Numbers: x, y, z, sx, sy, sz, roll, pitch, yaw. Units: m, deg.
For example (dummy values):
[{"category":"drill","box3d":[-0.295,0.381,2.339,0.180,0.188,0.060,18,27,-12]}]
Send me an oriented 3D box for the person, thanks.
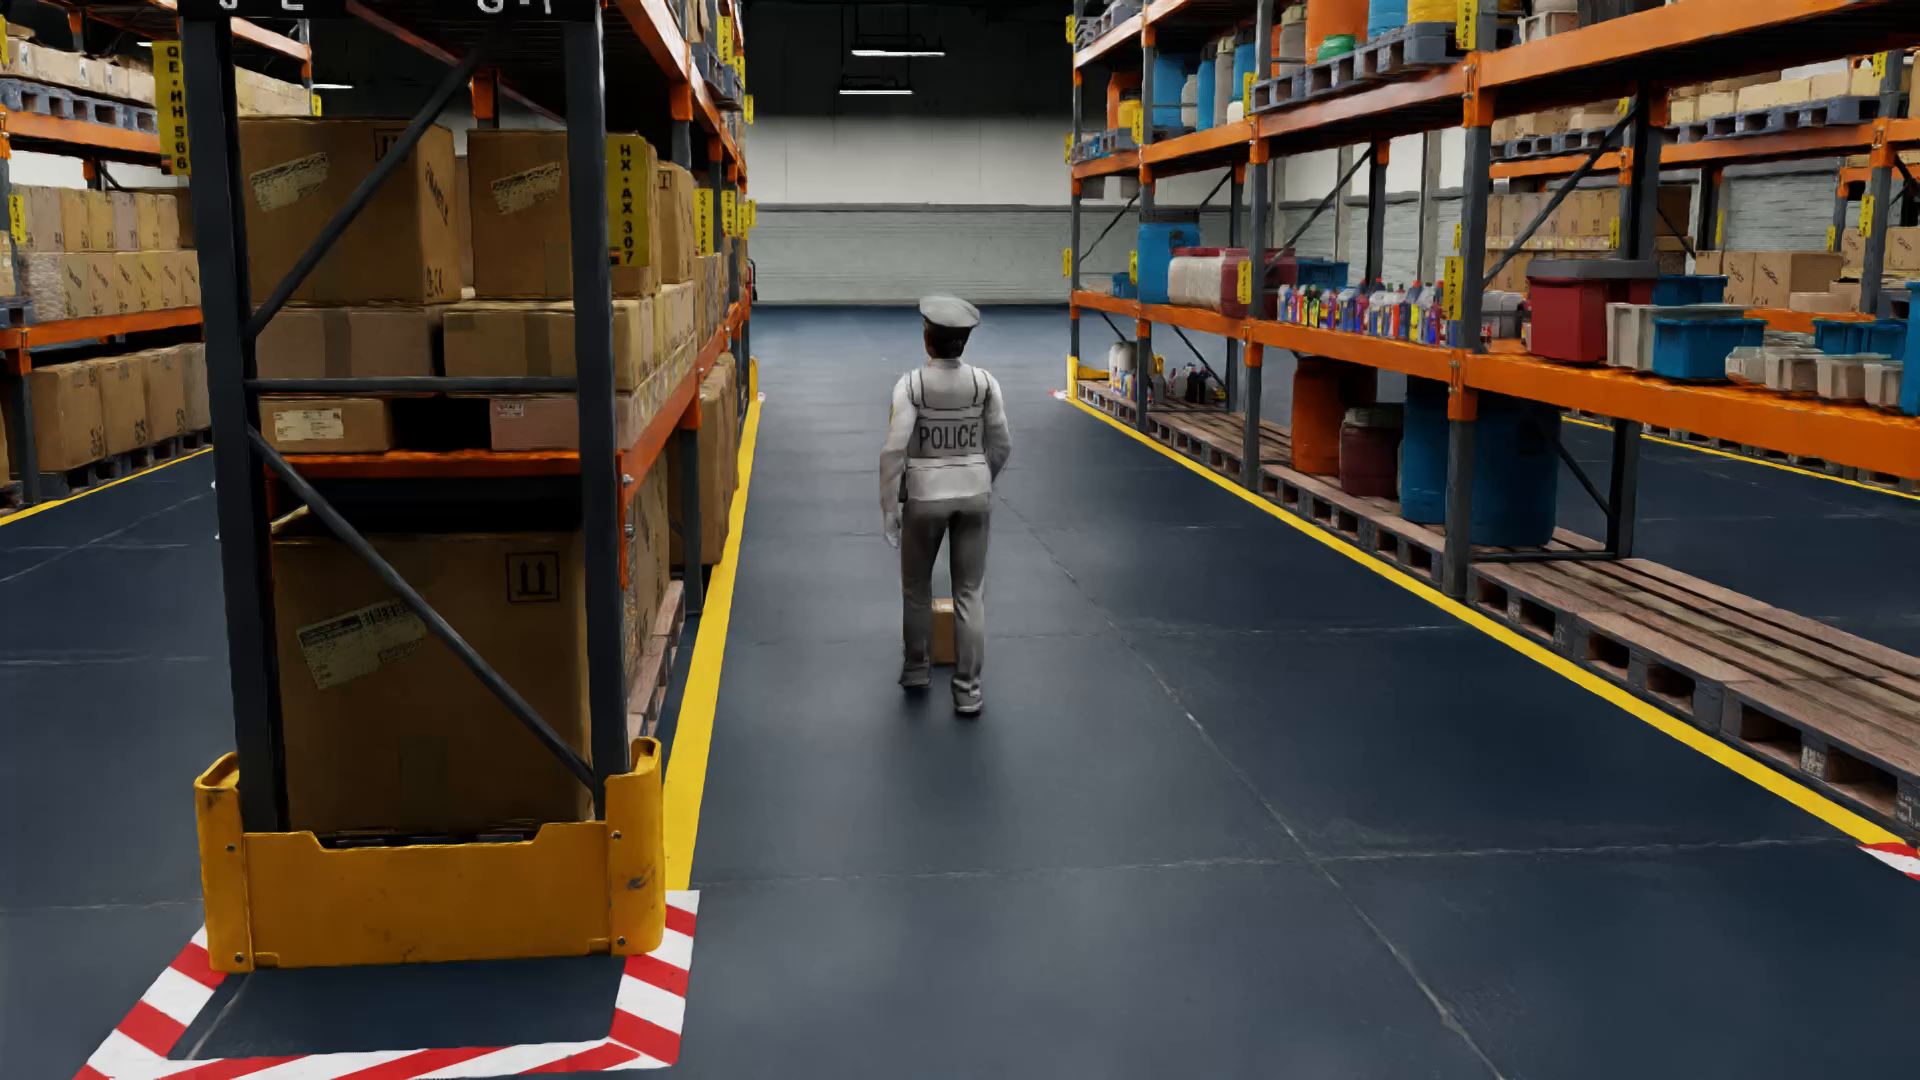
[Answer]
[{"category":"person","box3d":[-0.083,-0.153,6.809,0.561,1.712,0.688,-2,10,-11]}]
